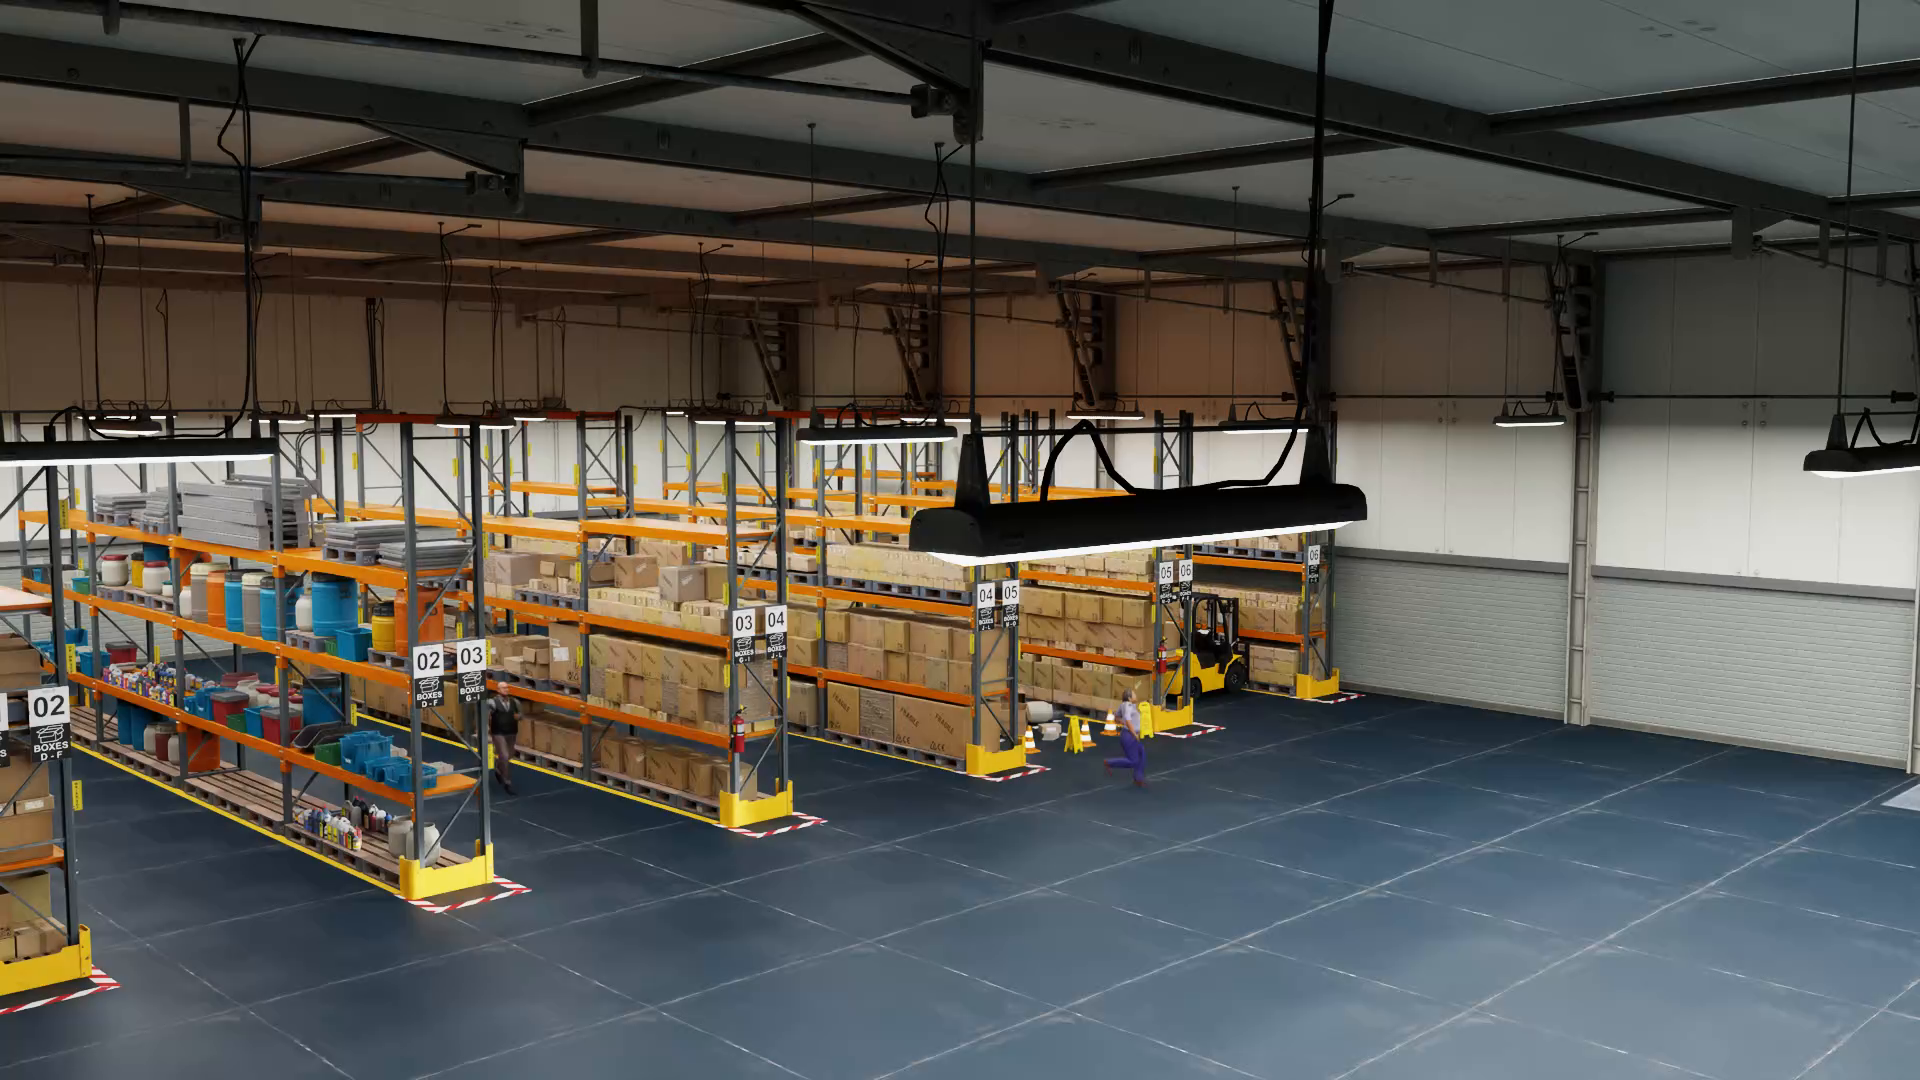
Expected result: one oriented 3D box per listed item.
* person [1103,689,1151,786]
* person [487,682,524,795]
[{"bbox_3d":[2.704,3.217,26.932,0.802,1.611,0.602,0,5,-2],"label":"person"},{"bbox_3d":[-7.297,3.139,26.635,0.645,1.721,0.898,-5,7,-43],"label":"person"}]
